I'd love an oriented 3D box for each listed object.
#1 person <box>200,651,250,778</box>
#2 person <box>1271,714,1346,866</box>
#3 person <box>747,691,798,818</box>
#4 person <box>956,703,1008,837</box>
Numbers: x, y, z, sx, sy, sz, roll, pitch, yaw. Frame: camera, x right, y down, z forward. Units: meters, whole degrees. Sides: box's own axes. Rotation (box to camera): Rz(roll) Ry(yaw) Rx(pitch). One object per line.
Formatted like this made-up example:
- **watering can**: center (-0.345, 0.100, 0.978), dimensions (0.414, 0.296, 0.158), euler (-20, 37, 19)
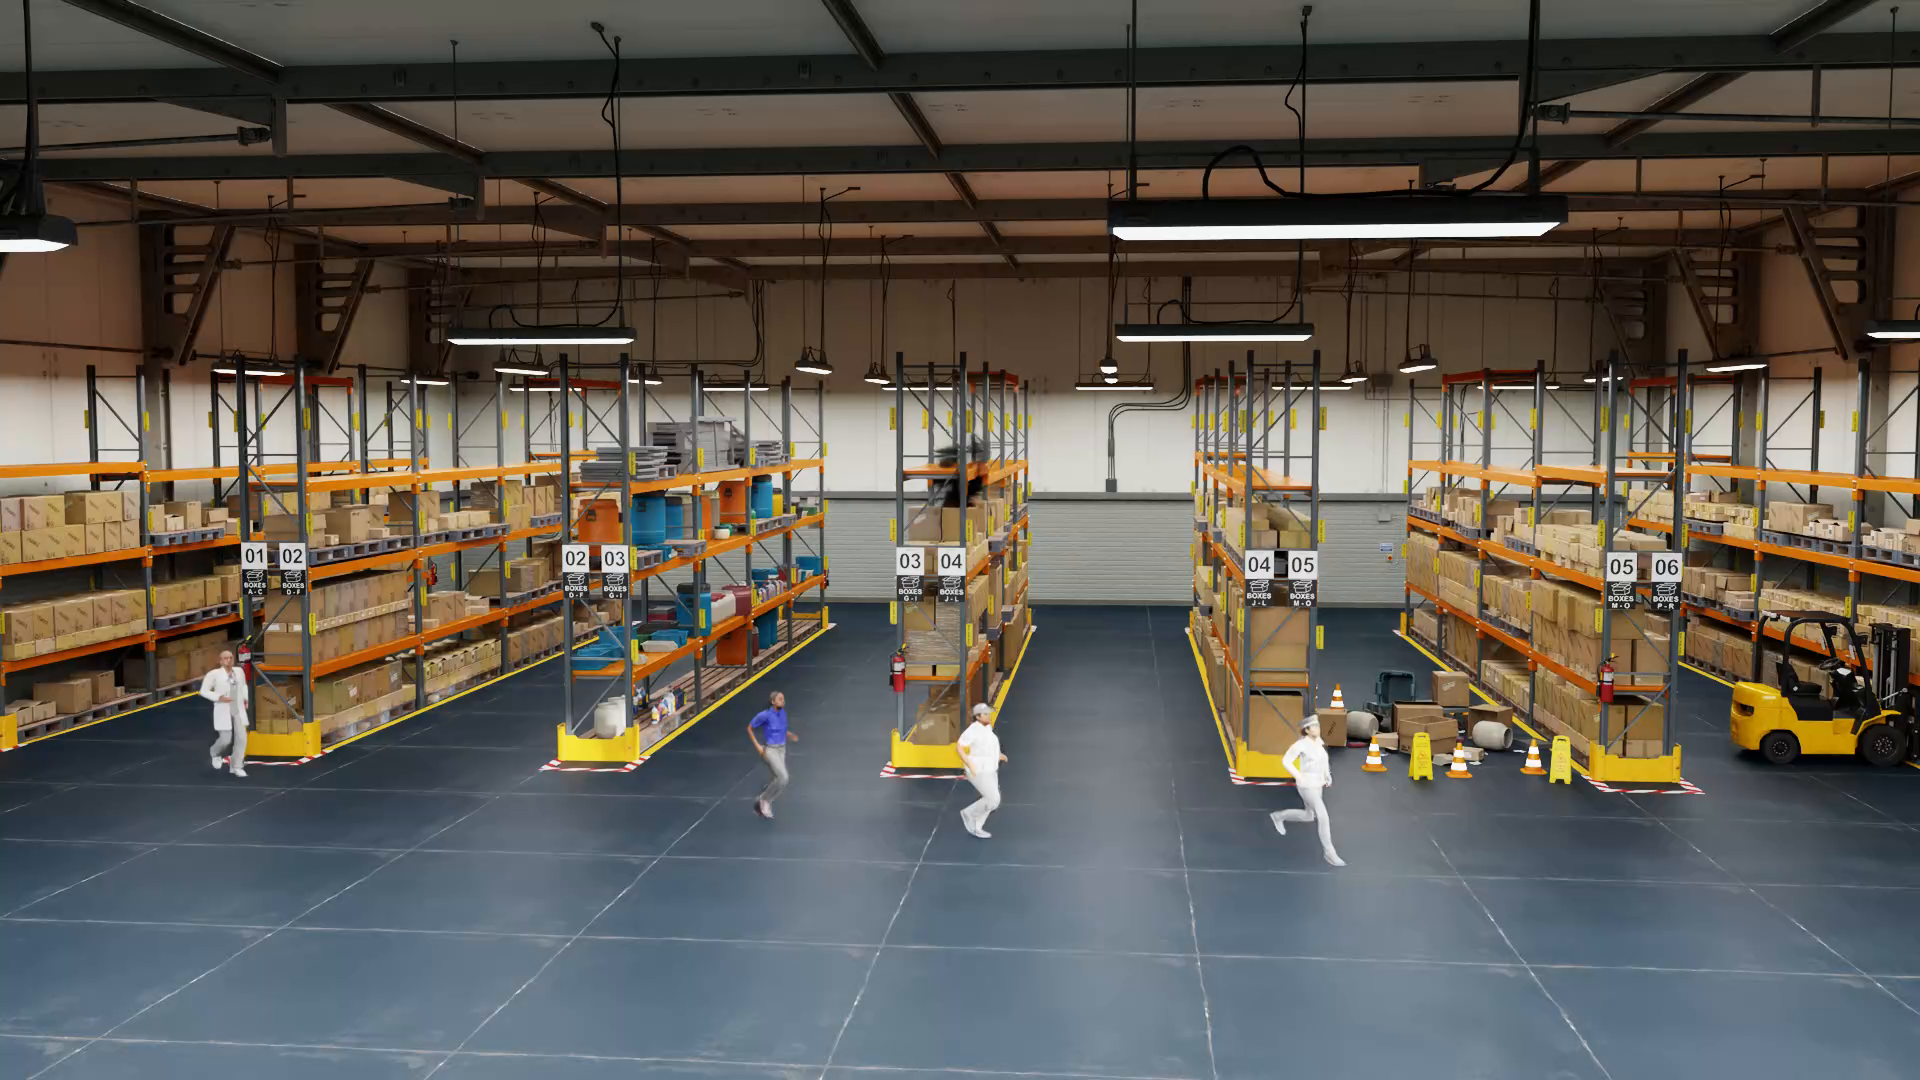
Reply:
- **person**: center (-10.405, 2.456, 23.585), dimensions (0.796, 1.781, 0.701), euler (4, 6, 43)
- **person**: center (4.001, 2.831, 19.102), dimensions (1.031, 1.695, 0.591), euler (4, 5, 41)
- **person**: center (-2.331, 2.698, 20.941), dimensions (0.639, 1.609, 0.573), euler (2, 5, 30)
- **person**: center (0.310, 2.773, 19.959), dimensions (0.535, 1.625, 0.599), euler (2, 5, 29)
